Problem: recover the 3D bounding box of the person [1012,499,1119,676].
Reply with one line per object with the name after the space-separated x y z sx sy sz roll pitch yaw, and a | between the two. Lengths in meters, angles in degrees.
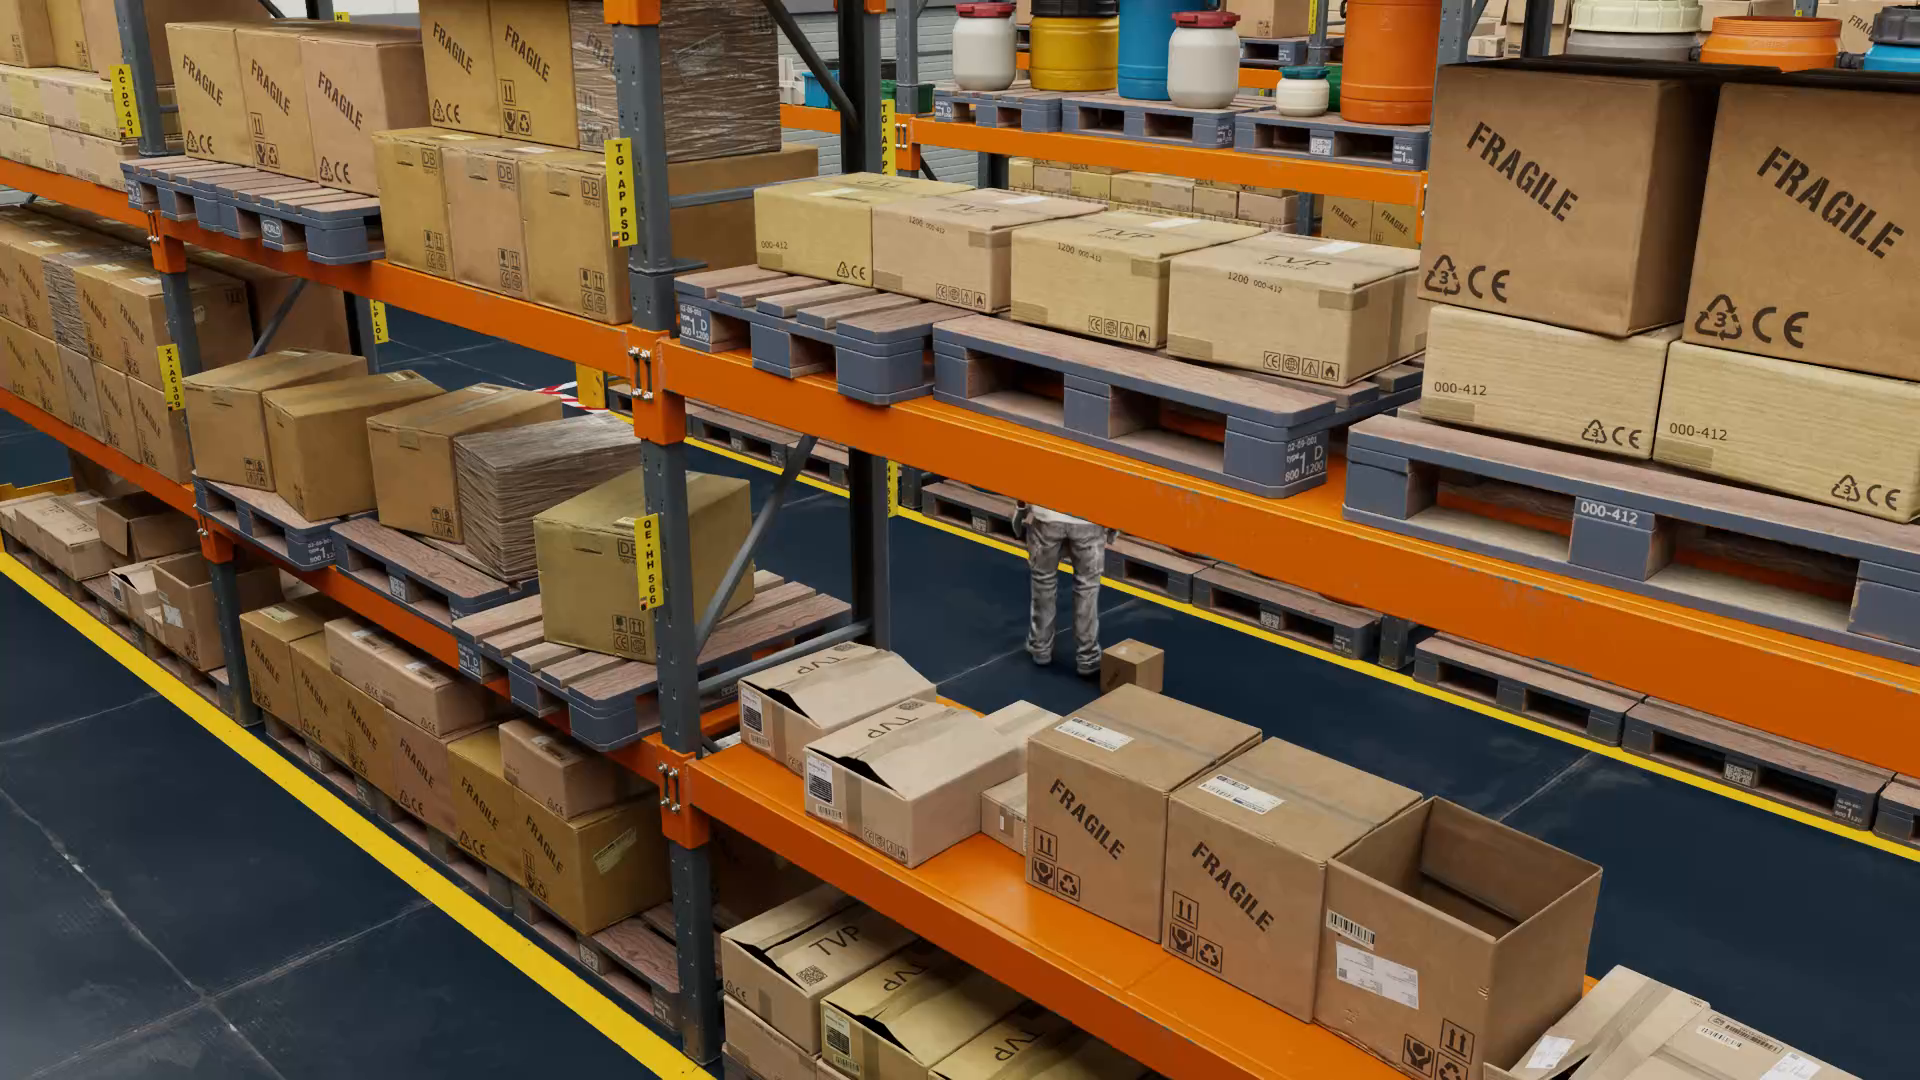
0.600 -0.137 9.332 0.615 1.784 0.446 2 20 5 | person
